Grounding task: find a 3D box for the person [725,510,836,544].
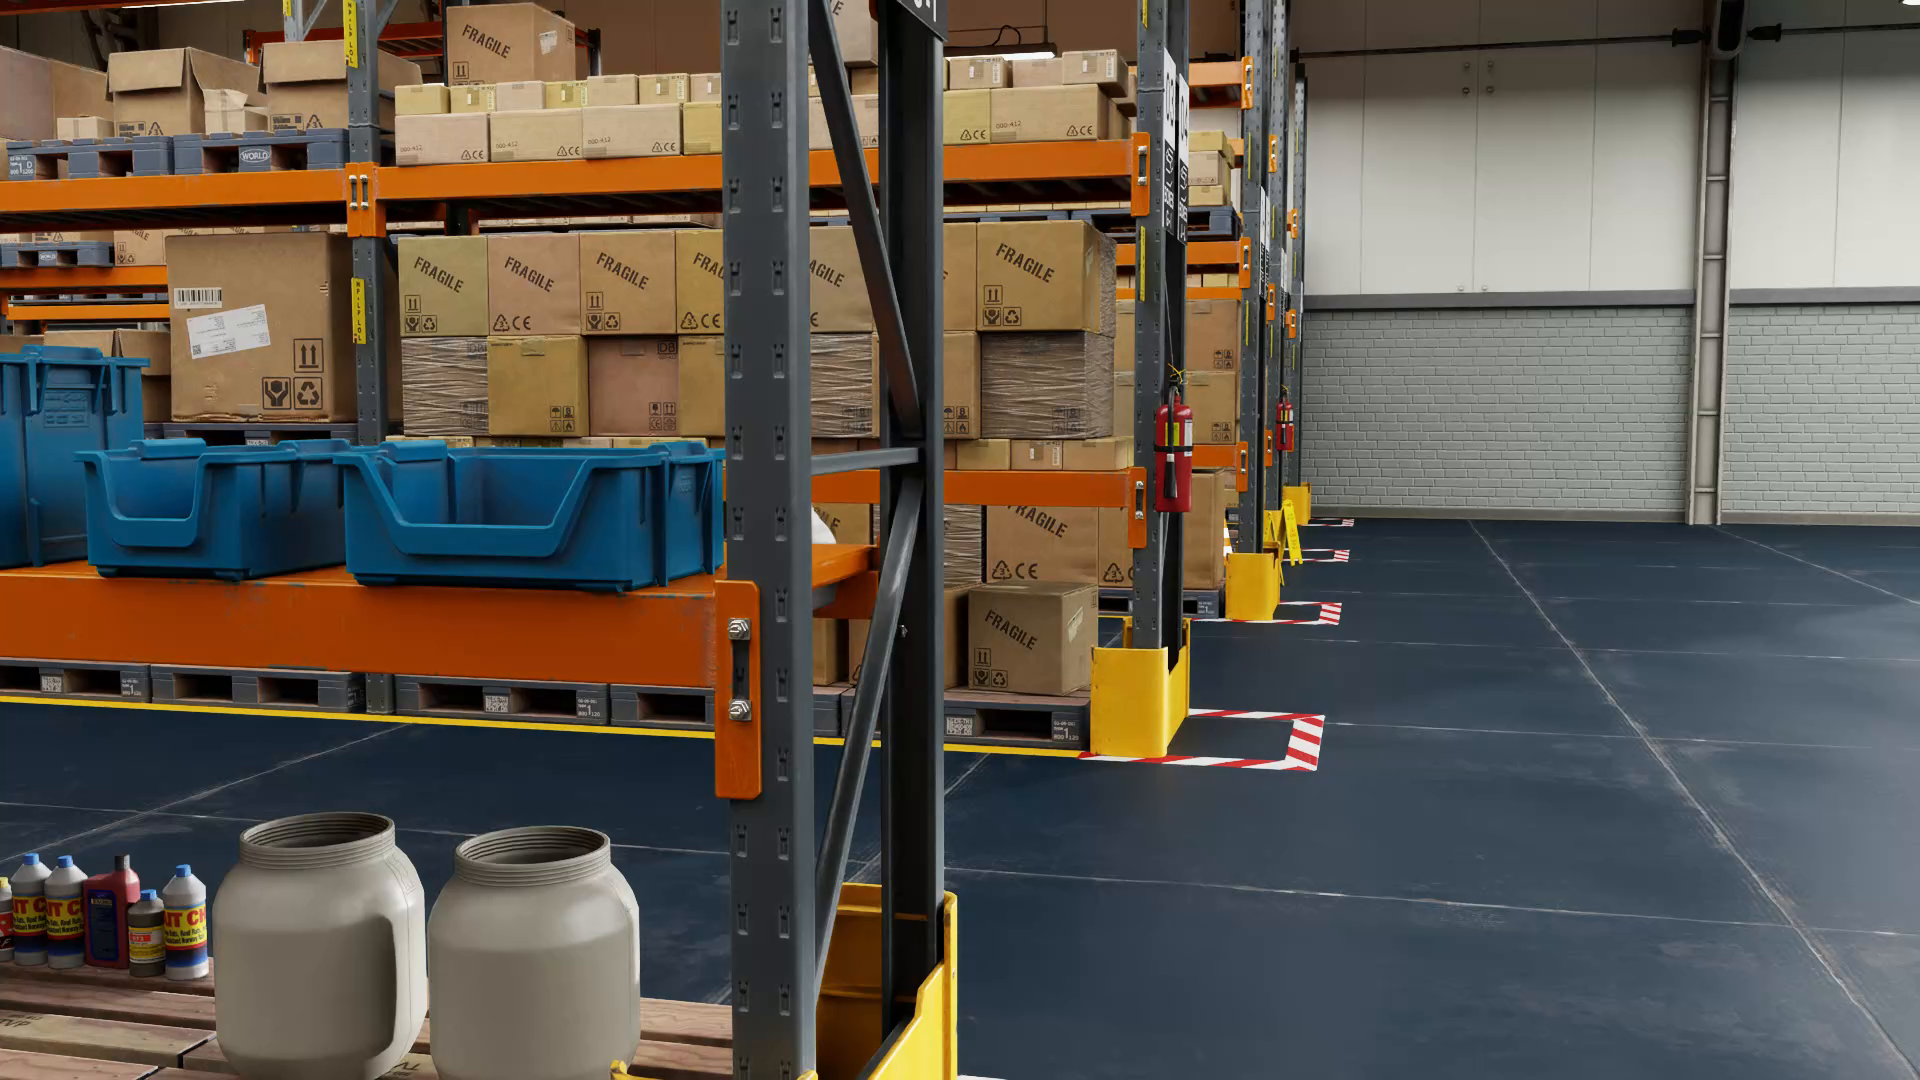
[{"bbox_3d":[-1.206,0.113,10.452,0.823,1.293,0.610,1,5,14],"label":"person"}]
